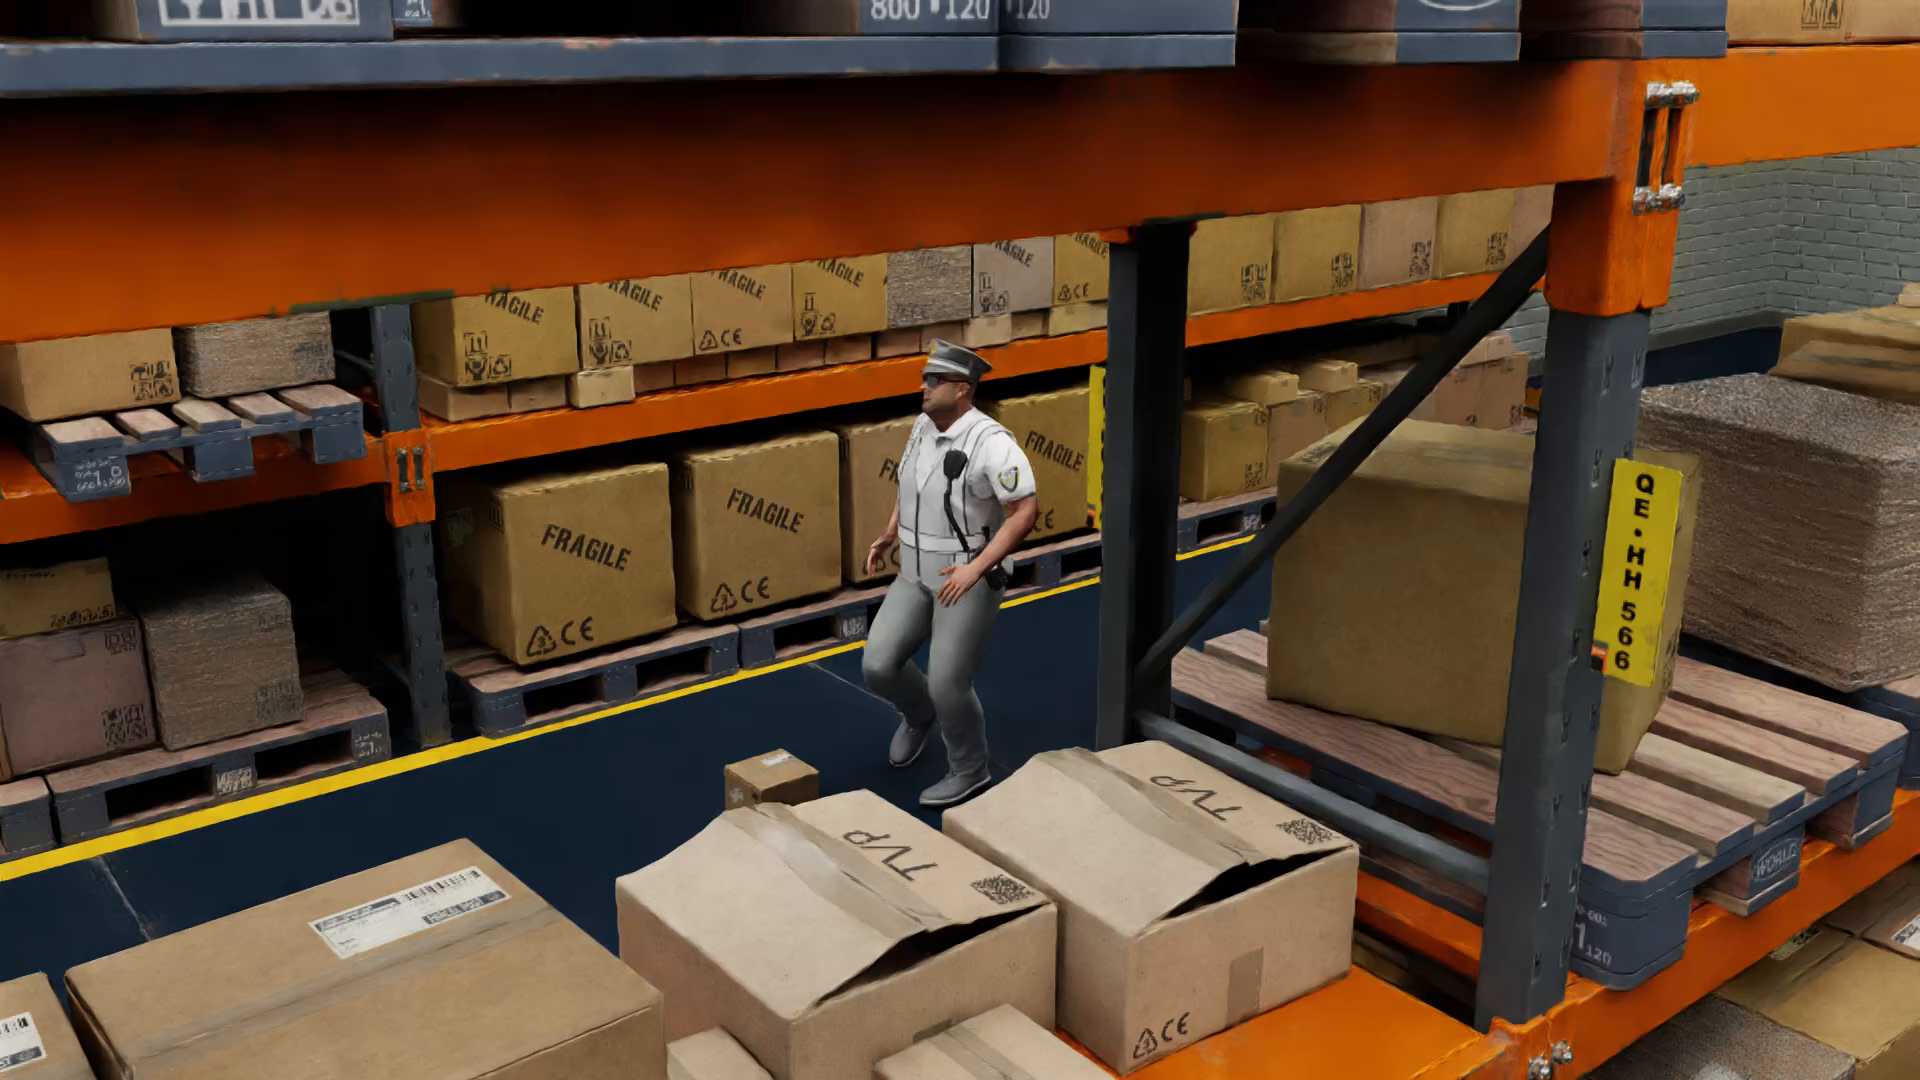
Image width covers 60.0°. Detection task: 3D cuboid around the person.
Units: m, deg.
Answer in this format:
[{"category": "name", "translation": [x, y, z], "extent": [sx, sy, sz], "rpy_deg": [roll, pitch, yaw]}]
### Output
[{"category": "person", "translation": [-0.061, 0.138, 6.121], "extent": [0.700, 1.754, 0.532], "rpy_deg": [13, 22, 36]}]
